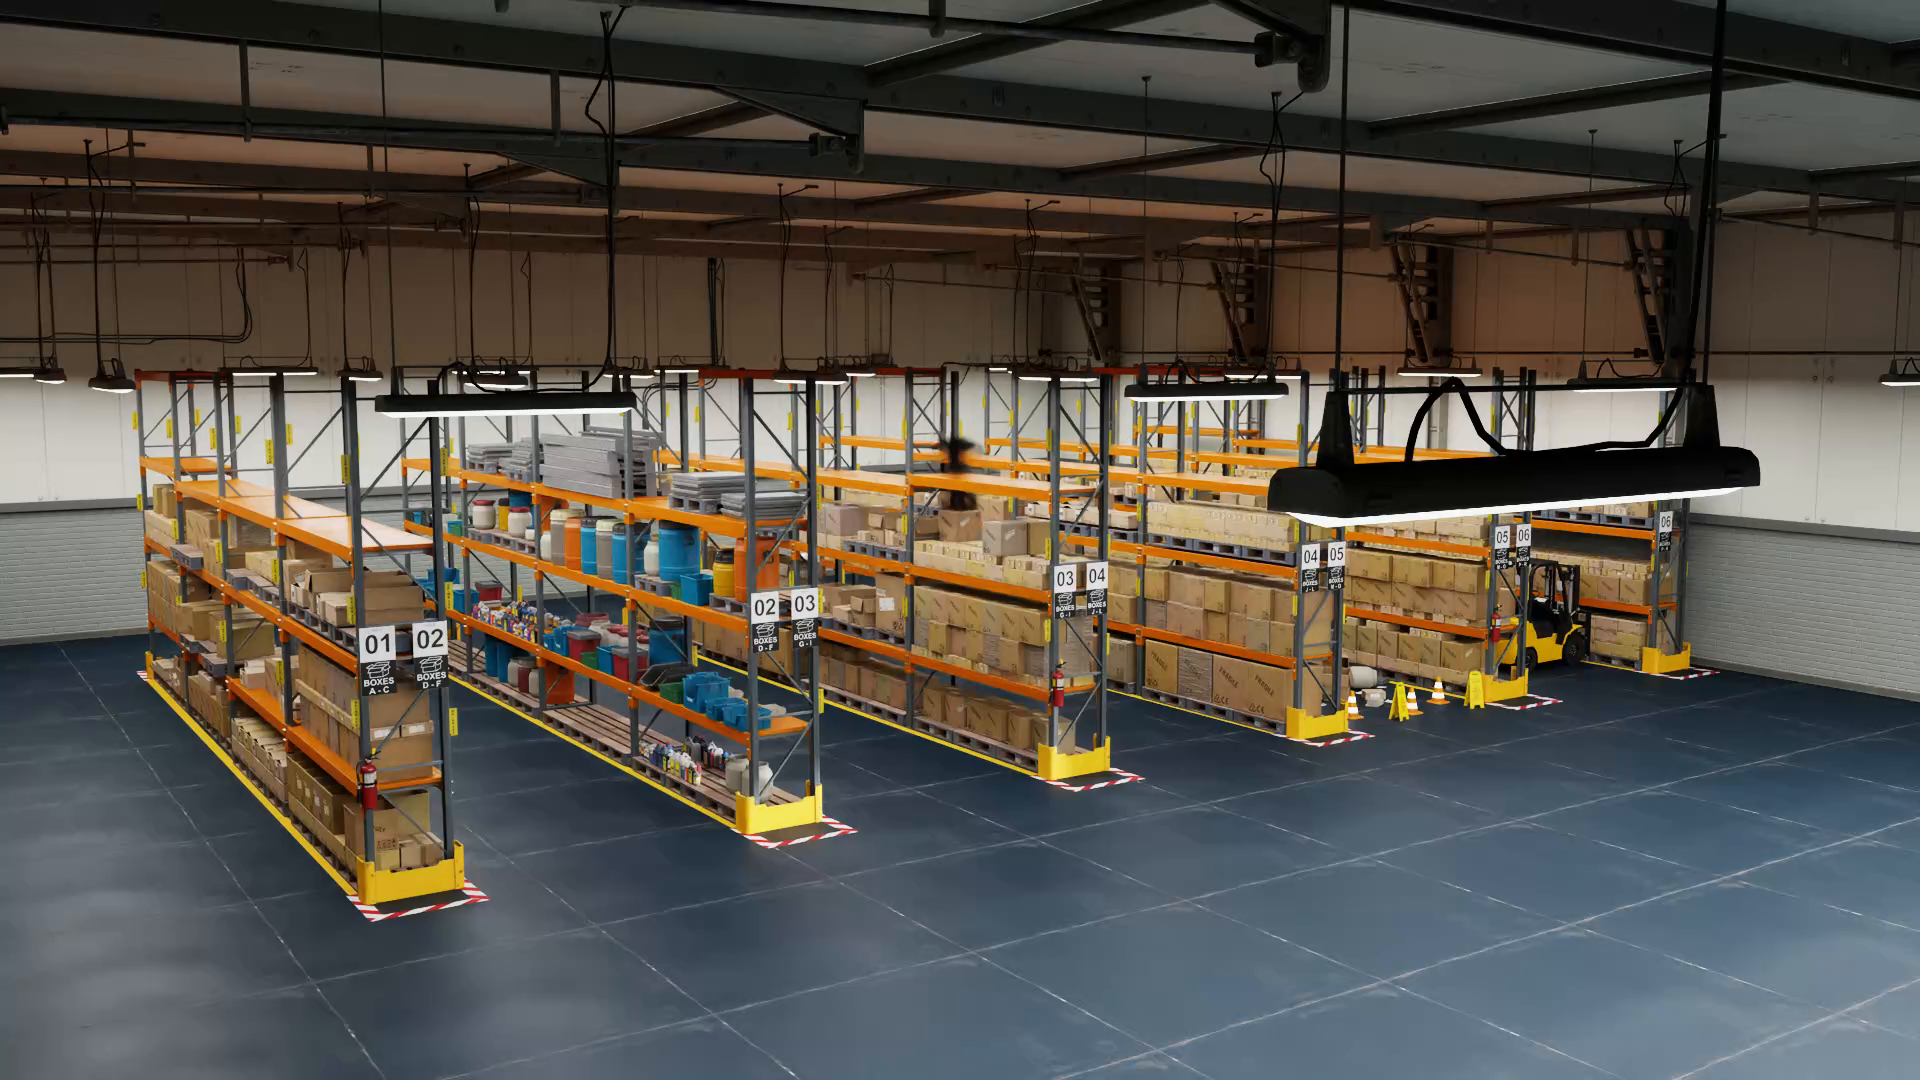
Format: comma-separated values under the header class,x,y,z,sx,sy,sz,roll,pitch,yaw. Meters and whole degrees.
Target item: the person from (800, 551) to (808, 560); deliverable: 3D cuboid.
class,x,y,z,sx,sy,sz,roll,pitch,yaw
person,-3.973,0.820,41.299,0.724,1.717,0.670,5,8,37
